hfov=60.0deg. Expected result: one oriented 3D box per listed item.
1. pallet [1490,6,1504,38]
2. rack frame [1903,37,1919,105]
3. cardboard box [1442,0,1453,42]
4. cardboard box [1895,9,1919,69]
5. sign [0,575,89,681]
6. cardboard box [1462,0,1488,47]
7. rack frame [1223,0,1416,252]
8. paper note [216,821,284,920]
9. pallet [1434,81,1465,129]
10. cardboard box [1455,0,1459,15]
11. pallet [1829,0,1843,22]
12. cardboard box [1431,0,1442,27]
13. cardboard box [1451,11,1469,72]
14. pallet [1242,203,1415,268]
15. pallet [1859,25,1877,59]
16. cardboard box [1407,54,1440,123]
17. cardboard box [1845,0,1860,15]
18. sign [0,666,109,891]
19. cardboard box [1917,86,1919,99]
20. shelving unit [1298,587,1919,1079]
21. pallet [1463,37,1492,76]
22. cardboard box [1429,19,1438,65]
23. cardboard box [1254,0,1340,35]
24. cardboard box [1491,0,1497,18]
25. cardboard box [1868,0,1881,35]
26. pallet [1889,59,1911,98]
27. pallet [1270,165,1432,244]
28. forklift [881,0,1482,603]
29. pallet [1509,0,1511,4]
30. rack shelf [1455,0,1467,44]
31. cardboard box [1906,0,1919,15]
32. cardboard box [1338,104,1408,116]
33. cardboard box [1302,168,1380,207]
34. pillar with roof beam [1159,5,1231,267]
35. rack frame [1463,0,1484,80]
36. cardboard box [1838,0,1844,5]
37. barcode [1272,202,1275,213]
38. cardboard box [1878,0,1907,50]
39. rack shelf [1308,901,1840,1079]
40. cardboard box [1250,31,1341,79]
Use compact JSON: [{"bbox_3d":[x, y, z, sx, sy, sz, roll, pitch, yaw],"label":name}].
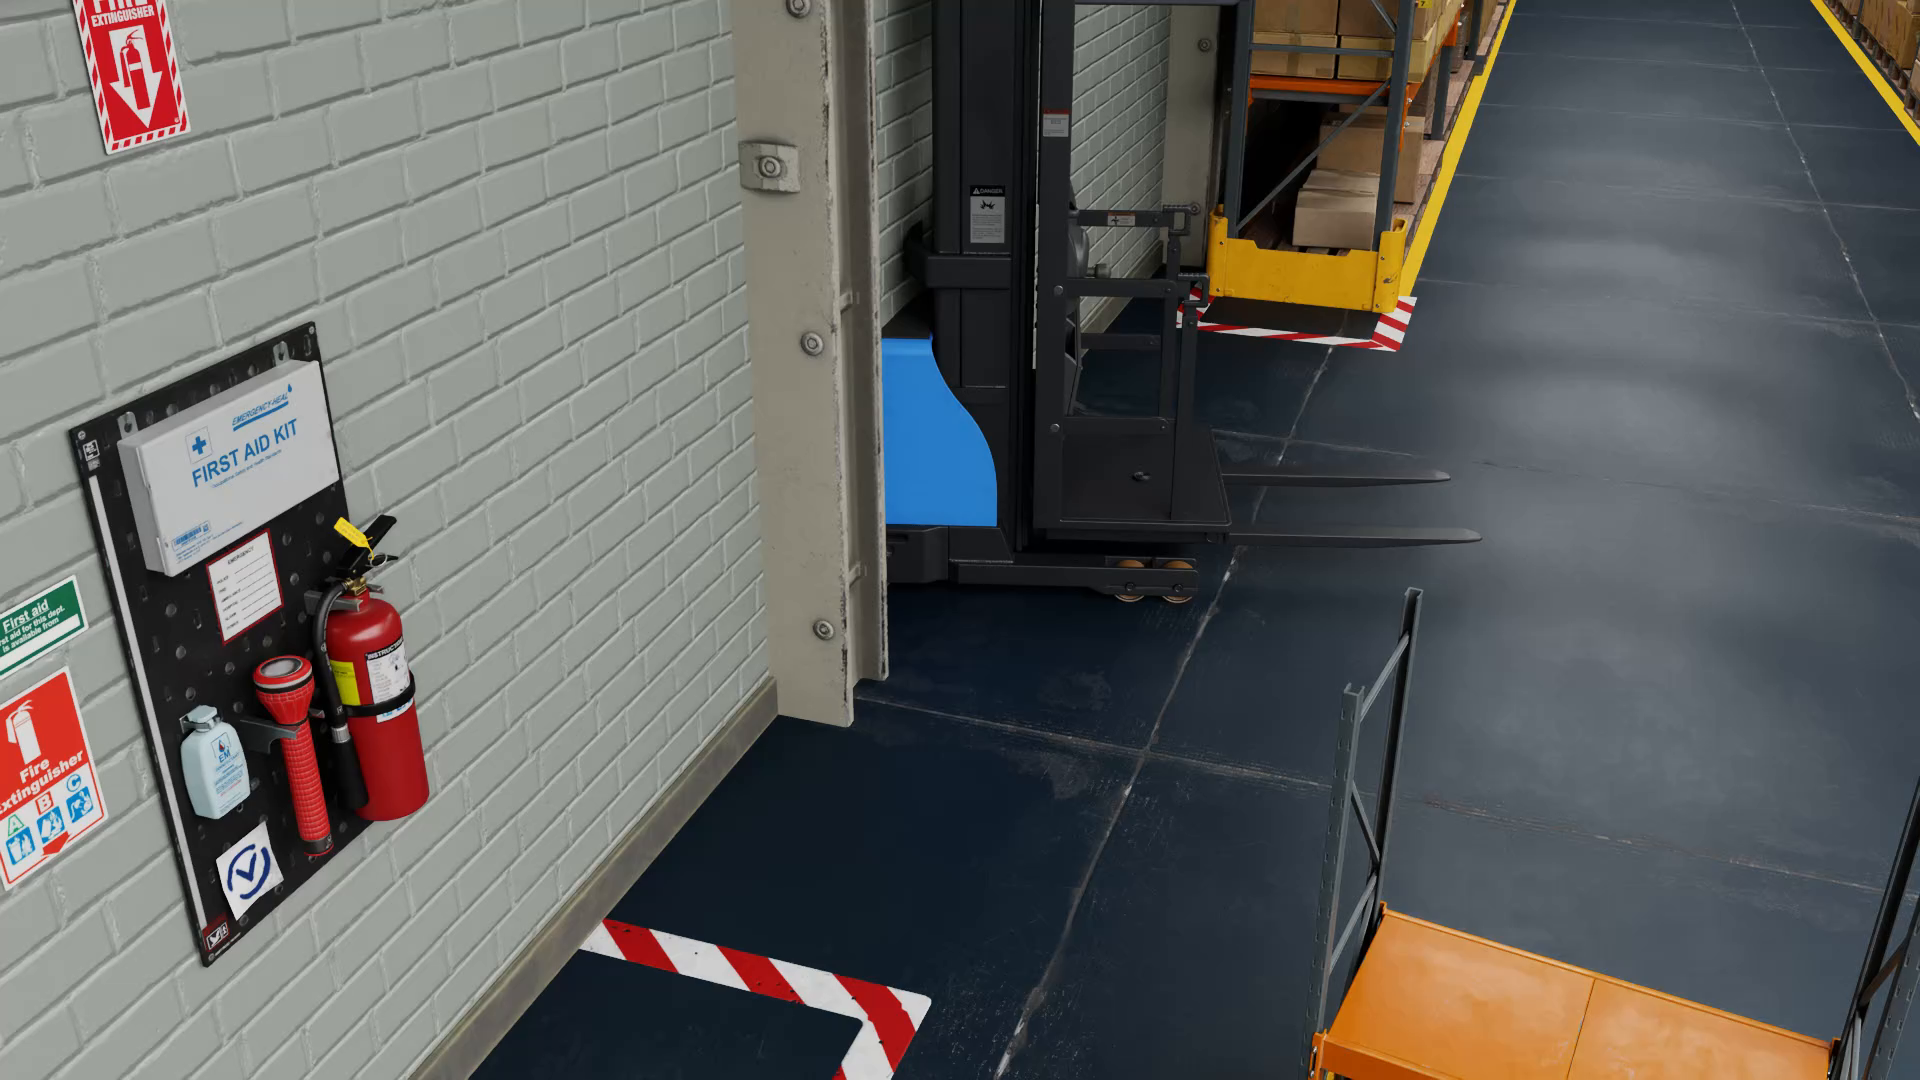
[{"bbox_3d":[5.912,-6.192,19.796,1.003,0.211,1.213,9,27,17],"label":"pallet"},{"bbox_3d":[9.439,-5.414,14.990,1.000,3.000,0.127,9,27,17],"label":"rack frame"},{"bbox_3d":[3.071,-3.571,11.332,0.500,0.250,0.500,9,27,18],"label":"cardboard box"},{"bbox_3d":[9.529,-4.905,16.303,0.500,0.500,0.500,10,28,19],"label":"cardboard box"},{"bbox_3d":[-1.605,0.176,2.795,0.001,0.109,0.331,9,27,17],"label":"sign"},{"bbox_3d":[5.135,-5.636,17.432,0.750,0.750,0.750,8,27,17],"label":"cardboard box"},{"bbox_3d":[2.104,-2.843,9.681,1.000,3.000,0.127,9,27,17],"label":"rack frame"},{"bbox_3d":[-1.458,0.678,3.418,0.016,0.148,0.142,9,27,17],"label":"paper note"},{"bbox_3d":[4.097,-4.055,15.383,1.003,0.211,1.213,9,27,17],"label":"pallet"},{"bbox_3d":[3.390,-3.986,12.191,0.500,0.250,0.500,9,27,18],"label":"cardboard box"},{"bbox_3d":[11.404,-6.588,20.614,1.003,0.211,1.213,9,27,17],"label":"pallet"},{"bbox_3d":[2.720,-3.477,10.277,0.500,0.500,0.500,9,27,18],"label":"cardboard box"},{"bbox_3d":[4.576,-4.900,16.293,0.700,0.500,0.500,9,27,18],"label":"cardboard box"},{"bbox_3d":[2.433,-1.948,11.032,1.003,0.211,1.213,9,27,17],"label":"pallet"},{"bbox_3d":[10.535,-5.463,18.291,1.003,0.211,1.213,9,27,17],"label":"pallet"},{"bbox_3d":[3.665,-3.865,14.154,0.700,0.500,0.500,10,27,19],"label":"cardboard box"},{"bbox_3d":[10.692,-6.406,19.402,0.500,0.500,0.500,9,27,17],"label":"cardboard box"},{"bbox_3d":[-1.615,0.415,2.909,0.001,0.329,0.234,9,27,17],"label":"sign"},{"bbox_3d":[8.821,-3.986,14.714,0.500,0.250,0.500,8,27,16],"label":"cardboard box"},{"bbox_3d":[1.309,0.978,3.509,1.083,1.500,0.587,13,29,25],"label":"shelving unit"},{"bbox_3d":[5.100,-5.189,17.725,1.003,0.211,1.213,9,27,17],"label":"pallet"},{"bbox_3d":[2.725,-3.155,10.473,0.500,0.250,0.500,8,27,16],"label":"cardboard box"},{"bbox_3d":[2.061,-3.347,10.009,0.500,0.500,0.500,8,27,17],"label":"cardboard box"},{"bbox_3d":[5.711,-6.345,18.897,0.750,0.750,0.750,10,27,19],"label":"cardboard box"},{"bbox_3d":[10.212,-5.747,18.040,0.500,0.500,0.500,9,27,18],"label":"cardboard box"},{"bbox_3d":[9.723,-4.460,16.220,1.003,0.211,1.213,9,27,17],"label":"pallet"},{"bbox_3d":[2.841,-2.448,12.064,1.003,0.211,1.213,9,27,17],"label":"pallet"},{"bbox_3d":[0.627,-1.304,6.579,3.031,2.935,1.130,1,26,3],"label":"forklift"},{"bbox_3d":[6.829,-7.324,22.134,1.003,0.211,1.213,9,27,17],"label":"pallet"},{"bbox_3d":[4.101,-4.985,14.930,1.077,0.370,4.000,9,27,17],"label":"rack shelf"},{"bbox_3d":[9.544,-5.267,16.189,0.500,0.250,0.500,10,28,19],"label":"cardboard box"},{"bbox_3d":[3.128,-3.128,12.631,0.500,0.500,0.500,7,27,14],"label":"cardboard box"},{"bbox_3d":[2.609,-2.337,11.215,0.500,0.311,0.500,11,28,22],"label":"cardboard box"},{"bbox_3d":[5.581,-5.332,7.937,9.100,9.000,0.400,9,27,17],"label":"pillar with roof beam"},{"bbox_3d":[4.766,-6.131,16.471,1.000,3.000,0.127,9,27,17],"label":"rack frame"},{"bbox_3d":[10.942,-6.629,20.080,0.500,0.311,0.500,9,27,17],"label":"cardboard box"},{"bbox_3d":[2.048,-2.172,10.864,0.001,0.075,0.075,9,27,17],"label":"barcode"},{"bbox_3d":[9.870,-5.335,17.189,0.500,0.500,0.500,8,27,15],"label":"cardboard box"},{"bbox_3d":[1.317,1.142,3.583,1.000,0.185,0.538,13,29,25],"label":"rack shelf"},{"bbox_3d":[2.077,-3.005,10.164,0.500,0.250,0.500,9,27,18],"label":"cardboard box"}]
